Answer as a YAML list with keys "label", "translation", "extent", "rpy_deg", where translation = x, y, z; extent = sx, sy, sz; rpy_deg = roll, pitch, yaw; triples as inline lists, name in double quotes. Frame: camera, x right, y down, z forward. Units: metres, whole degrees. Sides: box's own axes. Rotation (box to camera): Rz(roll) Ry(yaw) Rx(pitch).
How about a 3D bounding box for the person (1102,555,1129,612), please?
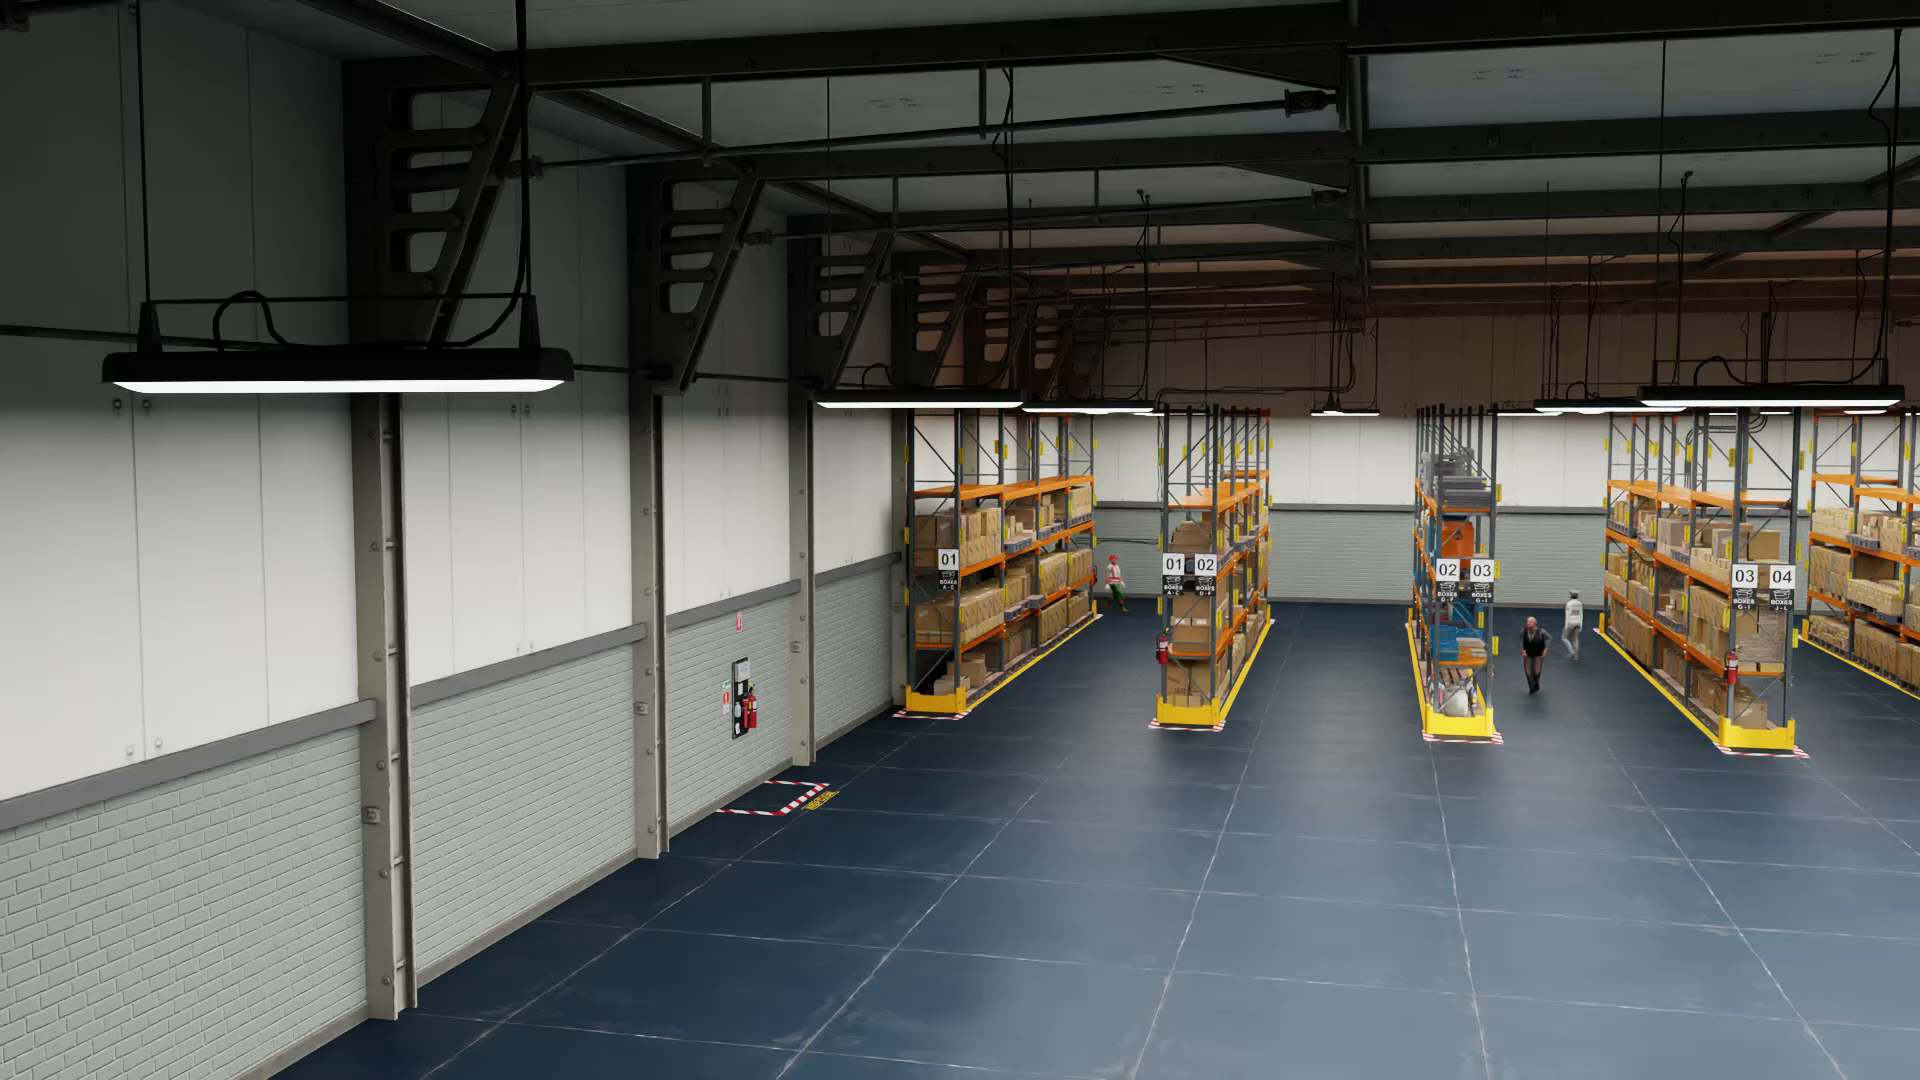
- label: "person"
  translation: [4.615, 1.279, 49.469]
  extent: [1.005, 1.684, 0.511]
  rpy_deg: [3, 5, 36]

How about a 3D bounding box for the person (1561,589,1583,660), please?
- label: "person"
  translation: [14.562, 2.015, 39.440]
  extent: [0.526, 1.677, 0.433]
  rpy_deg: [-2, 5, -23]

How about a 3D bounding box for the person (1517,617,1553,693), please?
- label: "person"
  translation: [11.938, 2.394, 34.535]
  extent: [0.709, 1.632, 0.703]
  rpy_deg: [2, 5, 24]
